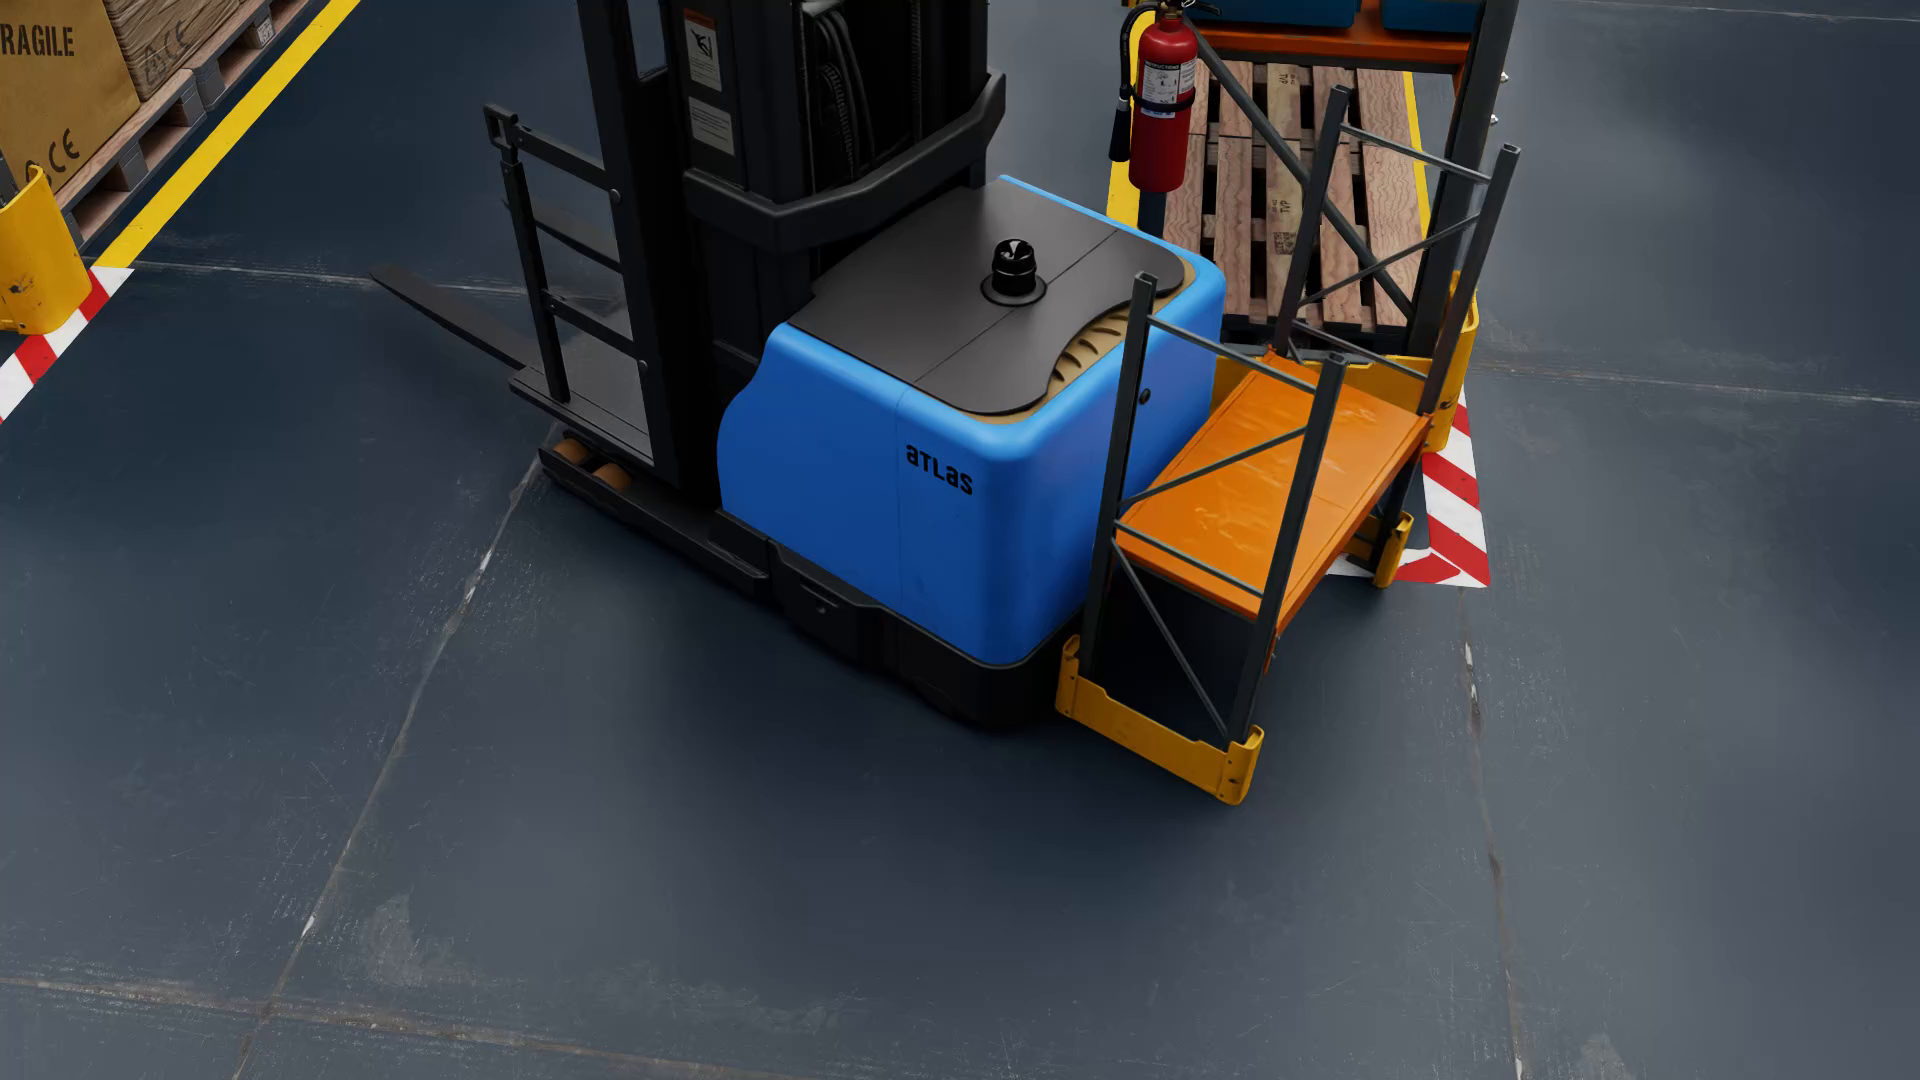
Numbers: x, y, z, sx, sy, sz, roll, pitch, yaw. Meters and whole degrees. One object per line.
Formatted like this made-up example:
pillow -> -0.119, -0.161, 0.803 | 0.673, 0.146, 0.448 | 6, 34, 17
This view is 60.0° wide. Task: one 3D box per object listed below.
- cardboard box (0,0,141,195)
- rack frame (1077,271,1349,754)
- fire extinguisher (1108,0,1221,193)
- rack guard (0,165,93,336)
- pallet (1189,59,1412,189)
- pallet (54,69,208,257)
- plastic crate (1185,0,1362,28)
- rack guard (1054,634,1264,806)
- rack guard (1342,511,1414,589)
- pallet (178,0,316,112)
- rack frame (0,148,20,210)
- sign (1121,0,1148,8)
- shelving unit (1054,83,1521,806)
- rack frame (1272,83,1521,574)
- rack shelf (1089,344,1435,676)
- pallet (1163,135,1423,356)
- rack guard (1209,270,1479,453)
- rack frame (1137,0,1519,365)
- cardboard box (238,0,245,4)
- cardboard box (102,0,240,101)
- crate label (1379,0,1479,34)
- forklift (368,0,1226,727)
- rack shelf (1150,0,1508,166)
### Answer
cardboard box -> -3.841, -1.837, 6.248 | 0.875, 0.875, 0.875 | 5, 44, 6
rack frame -> 0.561, 0.050, 4.084 | 0.500, 1.500, 0.032 | 27, 50, 21
fire extinguisher -> 0.593, -1.337, 4.808 | 0.296, 0.674, 0.183 | 5, 44, 6
rack guard -> -3.849, -1.088, 6.036 | 1.175, 0.500, 0.348 | 5, 44, 6
pallet -> 1.375, -1.937, 7.142 | 1.003, 0.211, 1.213 | 5, 44, 6
pallet -> -3.818, -1.552, 6.735 | 1.003, 0.211, 1.213 | 5, 44, 6
plastic crate -> 0.923, -1.842, 4.944 | 0.616, 0.435, 0.499 | 5, 44, 6
rack guard -> 0.532, 0.488, 4.528 | 0.587, 0.250, 0.087 | 27, 50, 21
rack guard -> 1.087, -0.081, 5.129 | 0.587, 0.250, 0.087 | 27, 50, 21
pallet -> -3.654, -2.381, 7.611 | 1.003, 0.211, 1.213 | 5, 44, 6
rack frame -> -3.846, -2.012, 5.194 | 1.000, 3.000, 0.127 | 5, 44, 6
sign -> 0.516, -1.660, 4.703 | 0.100, 0.325, 0.005 | 5, 44, 6
shelving unit -> 0.839, -0.236, 4.385 | 0.587, 1.500, 1.083 | 27, 50, 21
rack frame -> 1.127, -0.531, 4.696 | 0.500, 1.500, 0.032 | 27, 50, 21
rack shelf -> 0.836, -0.115, 4.518 | 0.538, 0.185, 1.000 | 27, 50, 21
pallet -> 1.211, -1.108, 6.267 | 1.003, 0.211, 1.213 | 5, 44, 6
rack guard -> 1.073, -0.637, 5.559 | 1.175, 0.500, 0.348 | 5, 44, 6
rack frame -> 1.064, -1.562, 4.718 | 1.000, 3.000, 0.127 | 5, 44, 6
cardboard box -> -3.603, -3.063, 7.544 | 0.875, 0.875, 0.875 | 5, 44, 6
cardboard box -> -3.720, -2.457, 6.903 | 0.875, 0.875, 0.875 | 5, 44, 6
crate label -> 1.423, -1.661, 4.901 | 0.416, 0.233, 0.303 | 5, 44, 6
forklift -> -0.731, -1.397, 4.594 | 3.031, 2.935, 1.130 | 29, 51, 27
rack shelf -> 1.328, -2.664, 6.405 | 1.077, 0.370, 4.000 | 5, 44, 6
